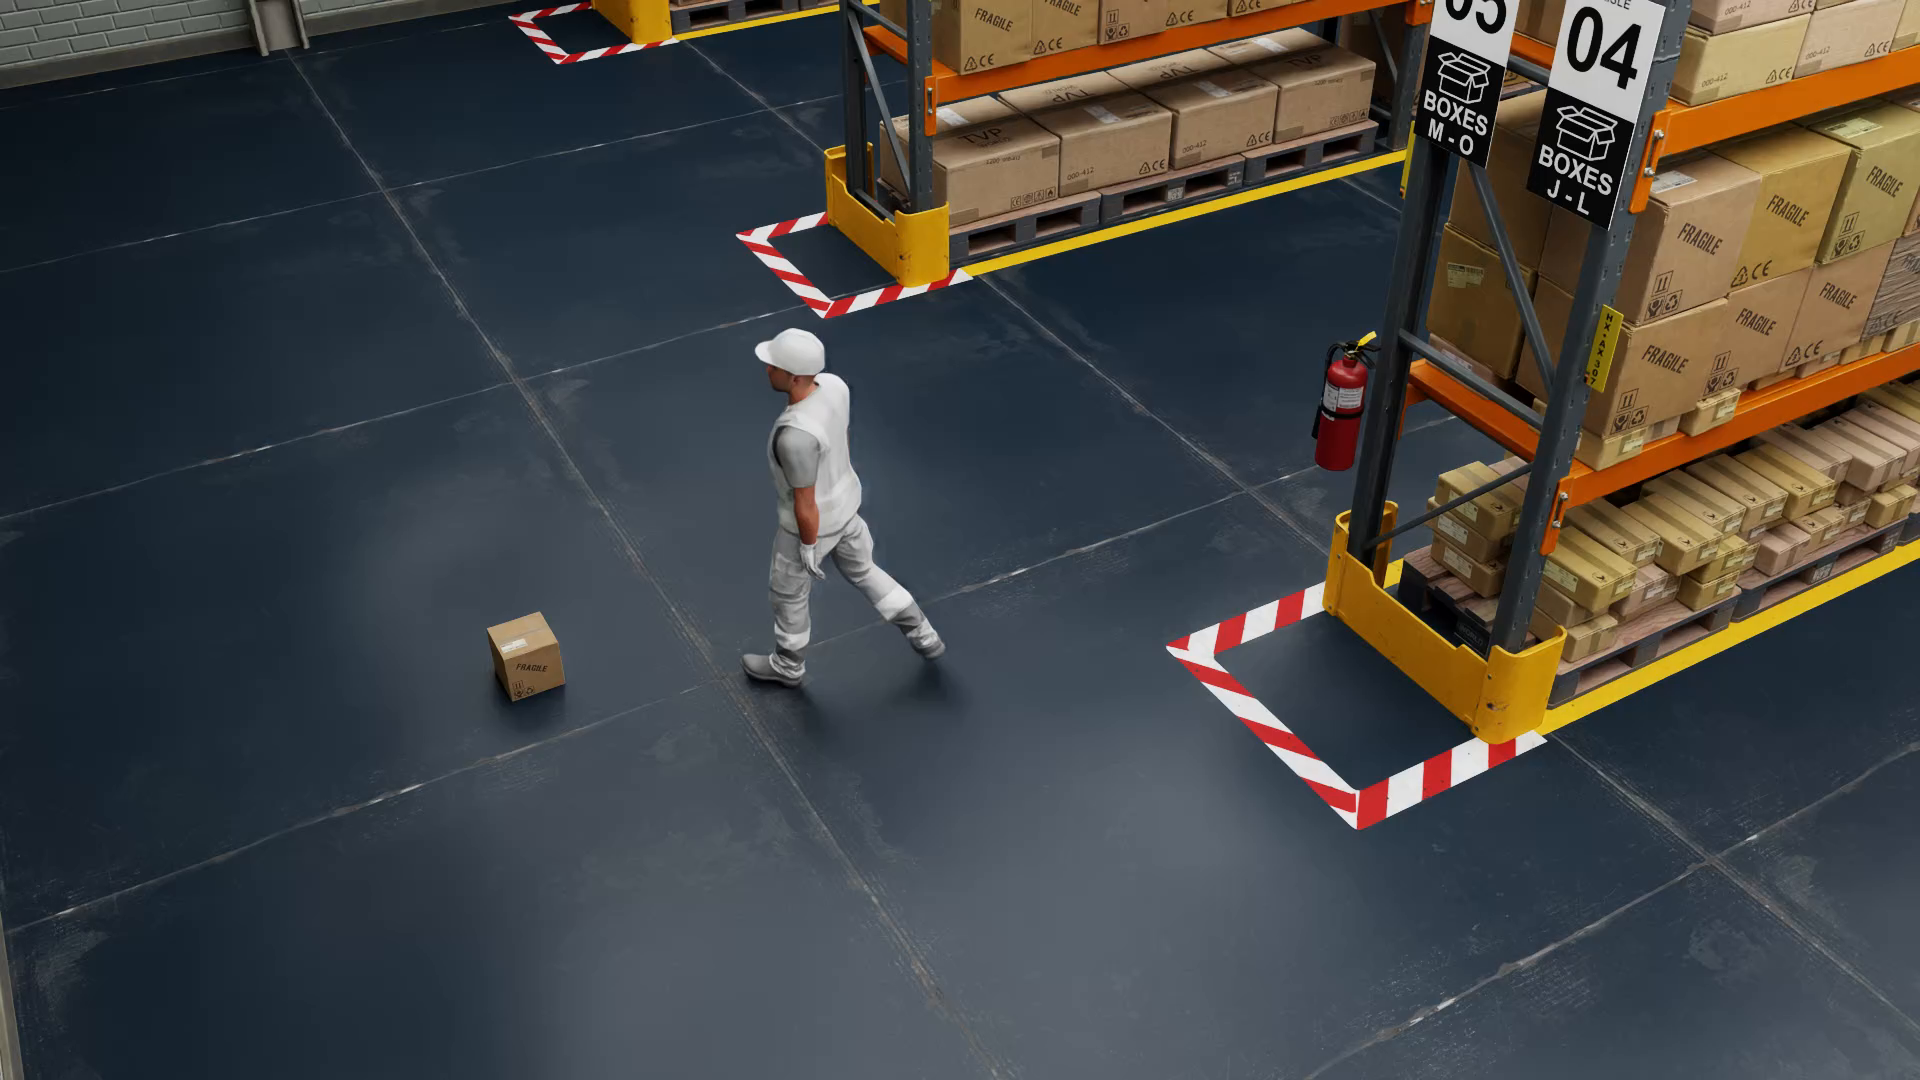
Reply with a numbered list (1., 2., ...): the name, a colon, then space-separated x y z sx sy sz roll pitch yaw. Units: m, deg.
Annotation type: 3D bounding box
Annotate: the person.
1. person: -0.523 -0.100 7.035 0.904 1.780 0.578 14 39 18
